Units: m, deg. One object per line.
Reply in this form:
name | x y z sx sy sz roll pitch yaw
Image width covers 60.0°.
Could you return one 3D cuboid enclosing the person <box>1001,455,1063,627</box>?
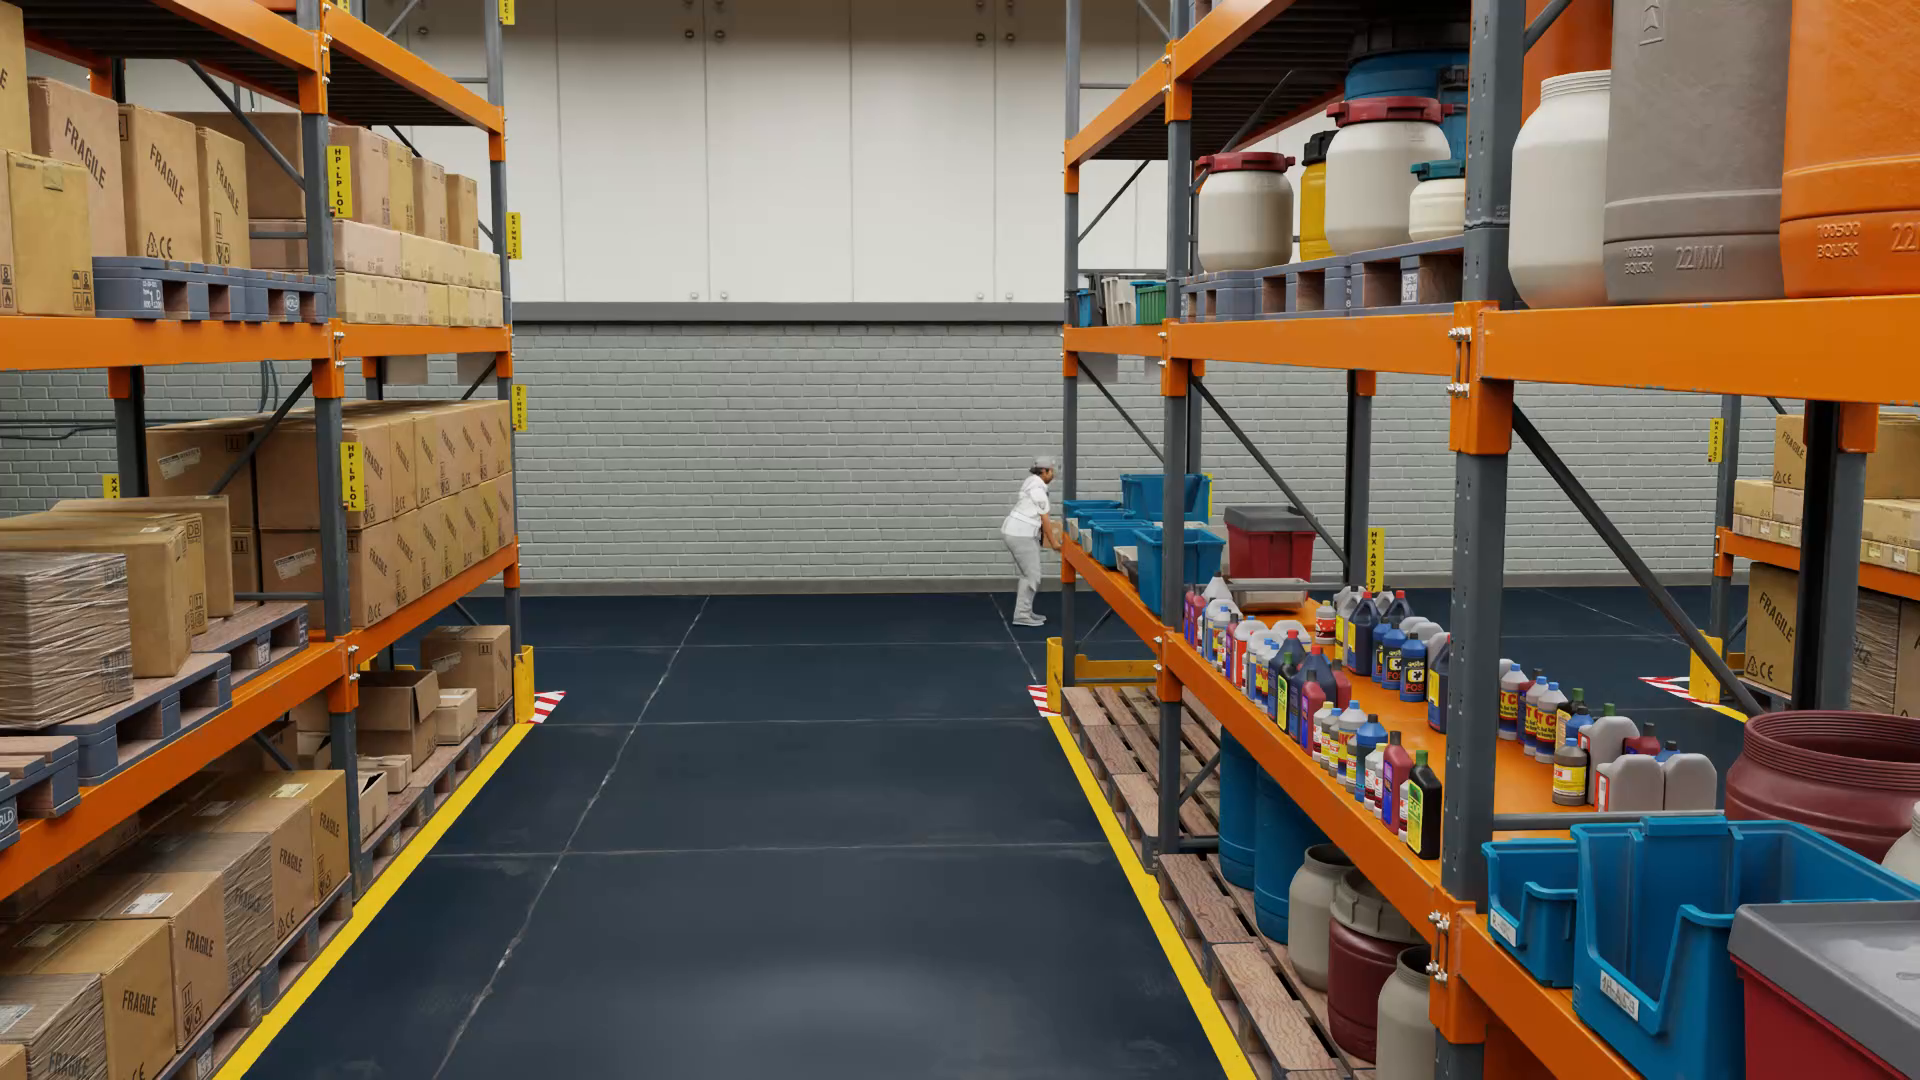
person | 0.698 0.001 15.949 0.583 1.623 0.452 -1 7 -5
